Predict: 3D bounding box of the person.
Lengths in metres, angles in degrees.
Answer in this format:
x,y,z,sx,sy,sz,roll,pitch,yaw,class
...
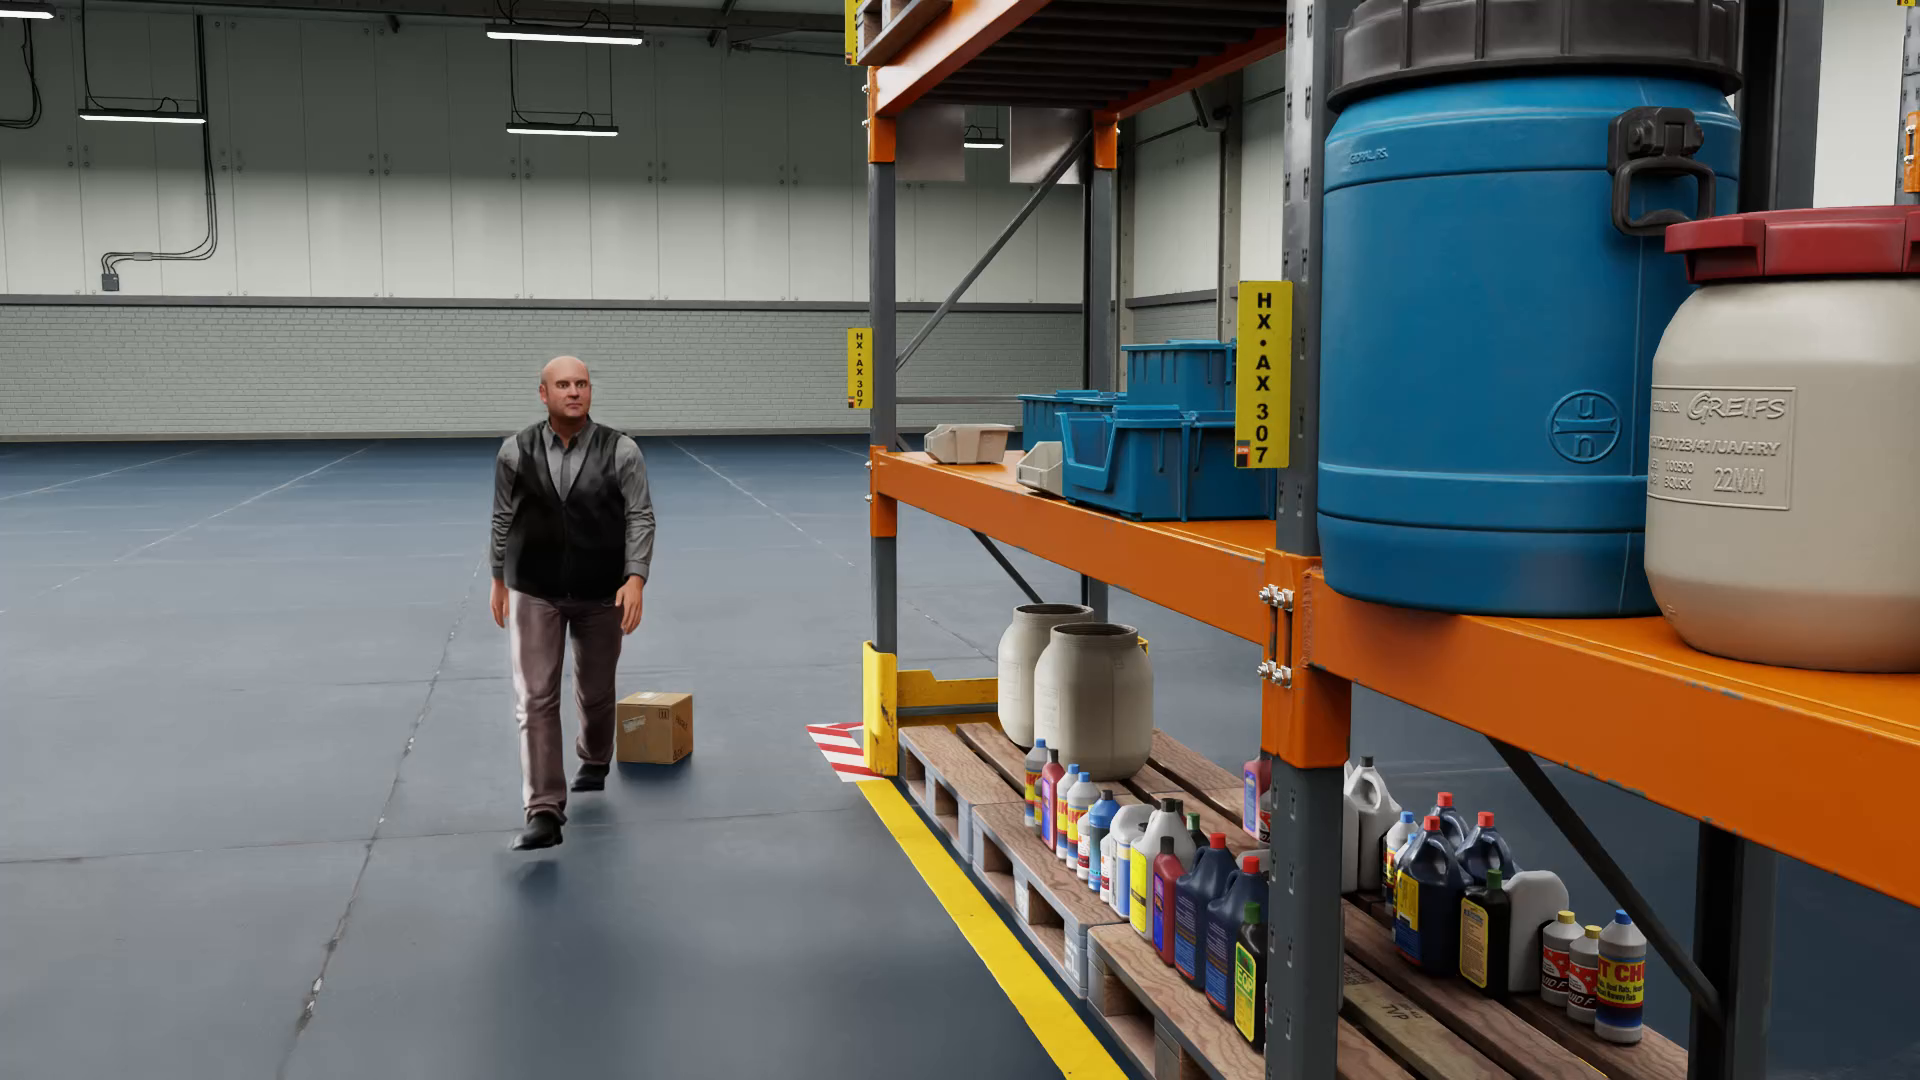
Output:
x,y,z,sx,sy,sz,roll,pitch,yaw,class
-1.365,0.184,5.868,0.576,1.656,1.096,-2,6,-15,person
